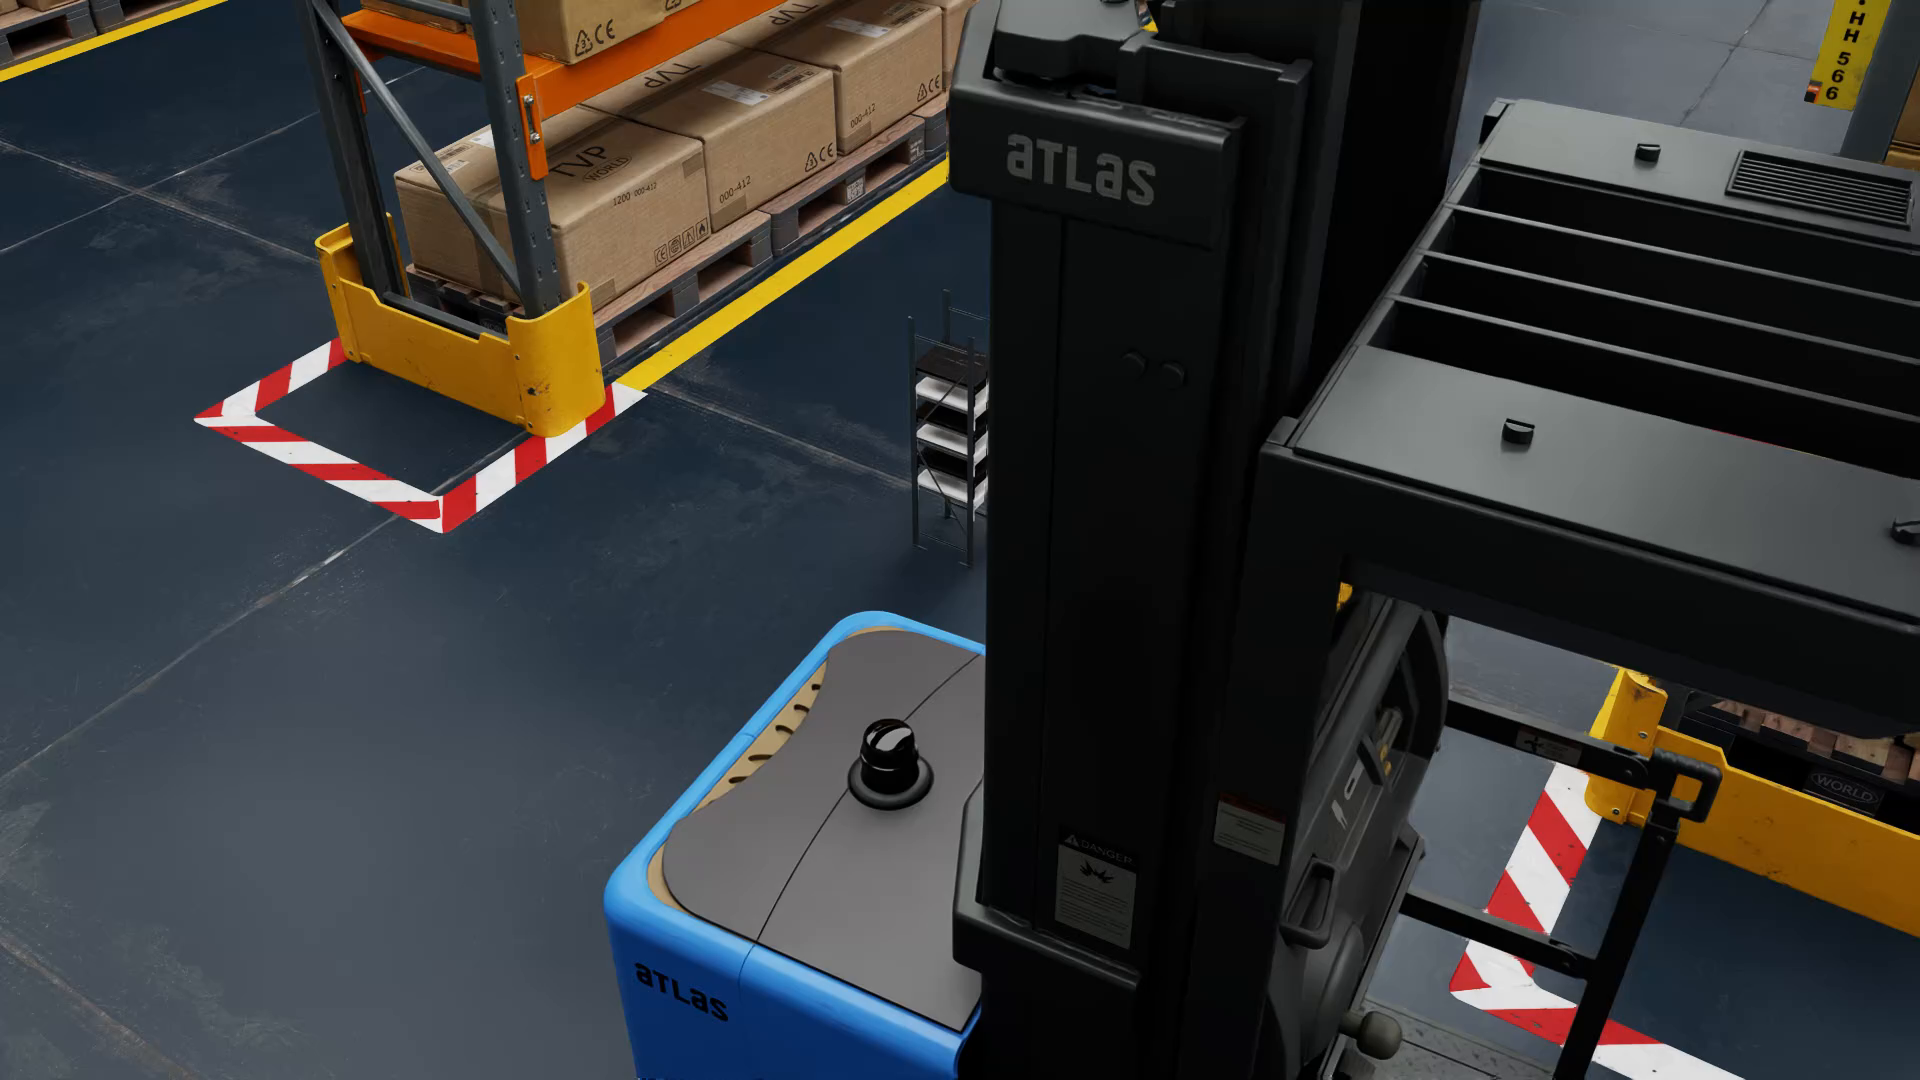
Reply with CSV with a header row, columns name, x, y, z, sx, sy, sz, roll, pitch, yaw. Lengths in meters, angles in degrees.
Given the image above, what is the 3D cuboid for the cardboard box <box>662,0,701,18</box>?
name,x,y,z,sx,sy,sz,roll,pitch,yaw
cardboard box,-1.172,-2.311,6.209,0.500,0.500,0.500,21,42,25

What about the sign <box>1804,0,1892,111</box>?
name,x,y,z,sx,sy,sz,roll,pitch,yaw
sign,1.857,-1.057,3.457,0.100,0.325,0.005,21,42,25

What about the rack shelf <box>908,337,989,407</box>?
name,x,y,z,sx,sy,sz,roll,pitch,yaw
rack shelf,-0.004,-0.540,5.325,0.258,0.077,0.200,21,42,25

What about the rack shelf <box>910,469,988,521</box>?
name,x,y,z,sx,sy,sz,roll,pitch,yaw
rack shelf,-0.004,-0.183,5.600,0.258,0.077,0.200,21,42,25

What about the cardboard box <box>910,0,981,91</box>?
name,x,y,z,sx,sy,sz,roll,pitch,yaw
cardboard box,-0.203,-2.773,8.645,0.875,0.438,0.875,21,42,24

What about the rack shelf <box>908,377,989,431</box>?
name,x,y,z,sx,sy,sz,roll,pitch,yaw
rack shelf,-0.004,-0.468,5.380,0.258,0.077,0.200,21,42,25

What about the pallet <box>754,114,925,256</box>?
name,x,y,z,sx,sy,sz,roll,pitch,yaw
pallet,-0.903,-1.808,7.922,1.003,0.211,1.213,21,42,25

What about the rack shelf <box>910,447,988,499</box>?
name,x,y,z,sx,sy,sz,roll,pitch,yaw
rack shelf,-0.004,-0.255,5.545,0.258,0.077,0.200,21,42,25

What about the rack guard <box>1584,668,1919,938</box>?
name,x,y,z,sx,sy,sz,roll,pitch,yaw
rack guard,2.355,0.670,4.472,1.175,0.500,0.348,21,42,25

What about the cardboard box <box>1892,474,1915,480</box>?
name,x,y,z,sx,sy,sz,roll,pitch,yaw
cardboard box,2.791,-0.308,5.197,0.380,0.149,0.250,19,42,23

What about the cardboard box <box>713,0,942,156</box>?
name,x,y,z,sx,sy,sz,roll,pitch,yaw
cardboard box,-0.682,-2.311,8.046,0.875,0.438,0.875,20,42,24

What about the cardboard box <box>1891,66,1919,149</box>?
name,x,y,z,sx,sy,sz,roll,pitch,yaw
cardboard box,2.350,-1.152,3.643,0.500,0.500,0.500,20,42,24

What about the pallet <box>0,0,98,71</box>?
name,x,y,z,sx,sy,sz,roll,pitch,yaw
pallet,-5.645,-2.816,9.230,1.003,0.211,1.213,21,42,25

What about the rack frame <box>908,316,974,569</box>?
name,x,y,z,sx,sy,sz,roll,pitch,yaw
rack frame,-0.059,-0.300,5.402,0.240,0.900,0.006,21,42,25

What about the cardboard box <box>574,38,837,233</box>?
name,x,y,z,sx,sy,sz,roll,pitch,yaw
cardboard box,-1.167,-1.847,7.444,0.875,0.438,0.875,22,43,26

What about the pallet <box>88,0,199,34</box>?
name,x,y,z,sx,sy,sz,roll,pitch,yaw
pallet,-4.991,-3.442,10.042,1.003,0.211,1.213,21,42,25

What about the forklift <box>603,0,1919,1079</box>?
name,x,y,z,sx,sy,sz,roll,pitch,yaw
forklift,0.849,0.508,2.690,3.031,2.935,1.130,18,41,22

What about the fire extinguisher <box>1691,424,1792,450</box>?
name,x,y,z,sx,sy,sz,roll,pitch,yaw
fire extinguisher,1.790,-0.124,3.822,0.296,0.674,0.183,21,42,25

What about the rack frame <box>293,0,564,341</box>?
name,x,y,z,sx,sy,sz,roll,pitch,yaw
rack frame,-1.919,-1.848,5.690,1.000,3.000,0.127,21,42,25

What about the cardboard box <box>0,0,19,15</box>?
name,x,y,z,sx,sy,sz,roll,pitch,yaw
cardboard box,-5.444,-2.998,9.173,0.380,0.149,0.250,19,42,23

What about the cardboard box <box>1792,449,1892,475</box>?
name,x,y,z,sx,sy,sz,roll,pitch,yaw
cardboard box,2.599,-0.195,5.050,0.380,0.149,0.250,20,42,24

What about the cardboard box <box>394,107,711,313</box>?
name,x,y,z,sx,sy,sz,roll,pitch,yaw
cardboard box,-1.650,-1.373,6.828,0.875,0.438,0.875,20,42,24

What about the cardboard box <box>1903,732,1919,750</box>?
name,x,y,z,sx,sy,sz,roll,pitch,yaw
cardboard box,2.866,0.516,4.614,0.380,0.149,0.250,22,43,26

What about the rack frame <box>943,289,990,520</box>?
name,x,y,z,sx,sy,sz,roll,pitch,yaw
rack frame,0.050,-0.405,5.538,0.240,0.900,0.006,21,42,25

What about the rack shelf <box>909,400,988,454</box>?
name,x,y,z,sx,sy,sz,roll,pitch,yaw
rack shelf,-0.004,-0.397,5.435,0.258,0.077,0.200,21,42,25

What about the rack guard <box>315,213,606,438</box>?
name,x,y,z,sx,sy,sz,roll,pitch,yaw
rack guard,-1.932,-0.846,6.438,1.175,0.500,0.348,21,42,25

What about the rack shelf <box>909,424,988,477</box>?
name,x,y,z,sx,sy,sz,roll,pitch,yaw
rack shelf,-0.004,-0.326,5.490,0.258,0.077,0.200,21,42,25

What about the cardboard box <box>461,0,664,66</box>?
name,x,y,z,sx,sy,sz,roll,pitch,yaw
cardboard box,-1.420,-2.041,5.859,0.500,0.500,0.500,21,42,25

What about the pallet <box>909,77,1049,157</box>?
name,x,y,z,sx,sy,sz,roll,pitch,yaw
pallet,-0.250,-2.439,8.741,1.003,0.211,1.213,21,42,25

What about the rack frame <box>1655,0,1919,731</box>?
name,x,y,z,sx,sy,sz,roll,pitch,yaw
rack frame,2.315,-0.281,3.658,1.000,3.000,0.127,21,42,25

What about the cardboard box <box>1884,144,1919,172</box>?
name,x,y,z,sx,sy,sz,roll,pitch,yaw
cardboard box,2.338,-0.754,3.946,0.500,0.500,0.500,22,43,26

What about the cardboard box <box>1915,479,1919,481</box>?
name,x,y,z,sx,sy,sz,roll,pitch,yaw
cardboard box,2.864,-0.175,5.267,0.380,0.149,0.250,21,42,25

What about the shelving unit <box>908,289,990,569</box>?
name,x,y,z,sx,sy,sz,roll,pitch,yaw
shelving unit,-0.004,-0.352,5.470,0.258,0.900,0.210,21,42,25

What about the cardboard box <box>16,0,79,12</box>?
name,x,y,z,sx,sy,sz,roll,pitch,yaw
cardboard box,-5.214,-3.358,9.353,0.700,0.500,0.500,23,43,27

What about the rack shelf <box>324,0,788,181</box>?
name,x,y,z,sx,sy,sz,roll,pitch,yaw
rack shelf,-0.848,-2.594,7.247,1.077,0.370,4.000,21,42,25

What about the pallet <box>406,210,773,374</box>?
name,x,y,z,sx,sy,sz,roll,pitch,yaw
pallet,-1.557,-1.181,7.110,1.003,0.211,1.213,21,42,25

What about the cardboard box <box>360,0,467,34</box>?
name,x,y,z,sx,sy,sz,roll,pitch,yaw
cardboard box,-1.884,-2.223,6.095,0.500,0.500,0.500,21,42,25

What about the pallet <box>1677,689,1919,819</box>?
name,x,y,z,sx,sy,sz,roll,pitch,yaw
pallet,2.820,0.377,5.088,1.003,0.211,1.213,21,42,25

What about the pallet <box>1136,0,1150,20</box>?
name,x,y,z,sx,sy,sz,roll,pitch,yaw
pallet,0.573,-3.228,9.765,1.003,0.211,1.213,21,42,25
